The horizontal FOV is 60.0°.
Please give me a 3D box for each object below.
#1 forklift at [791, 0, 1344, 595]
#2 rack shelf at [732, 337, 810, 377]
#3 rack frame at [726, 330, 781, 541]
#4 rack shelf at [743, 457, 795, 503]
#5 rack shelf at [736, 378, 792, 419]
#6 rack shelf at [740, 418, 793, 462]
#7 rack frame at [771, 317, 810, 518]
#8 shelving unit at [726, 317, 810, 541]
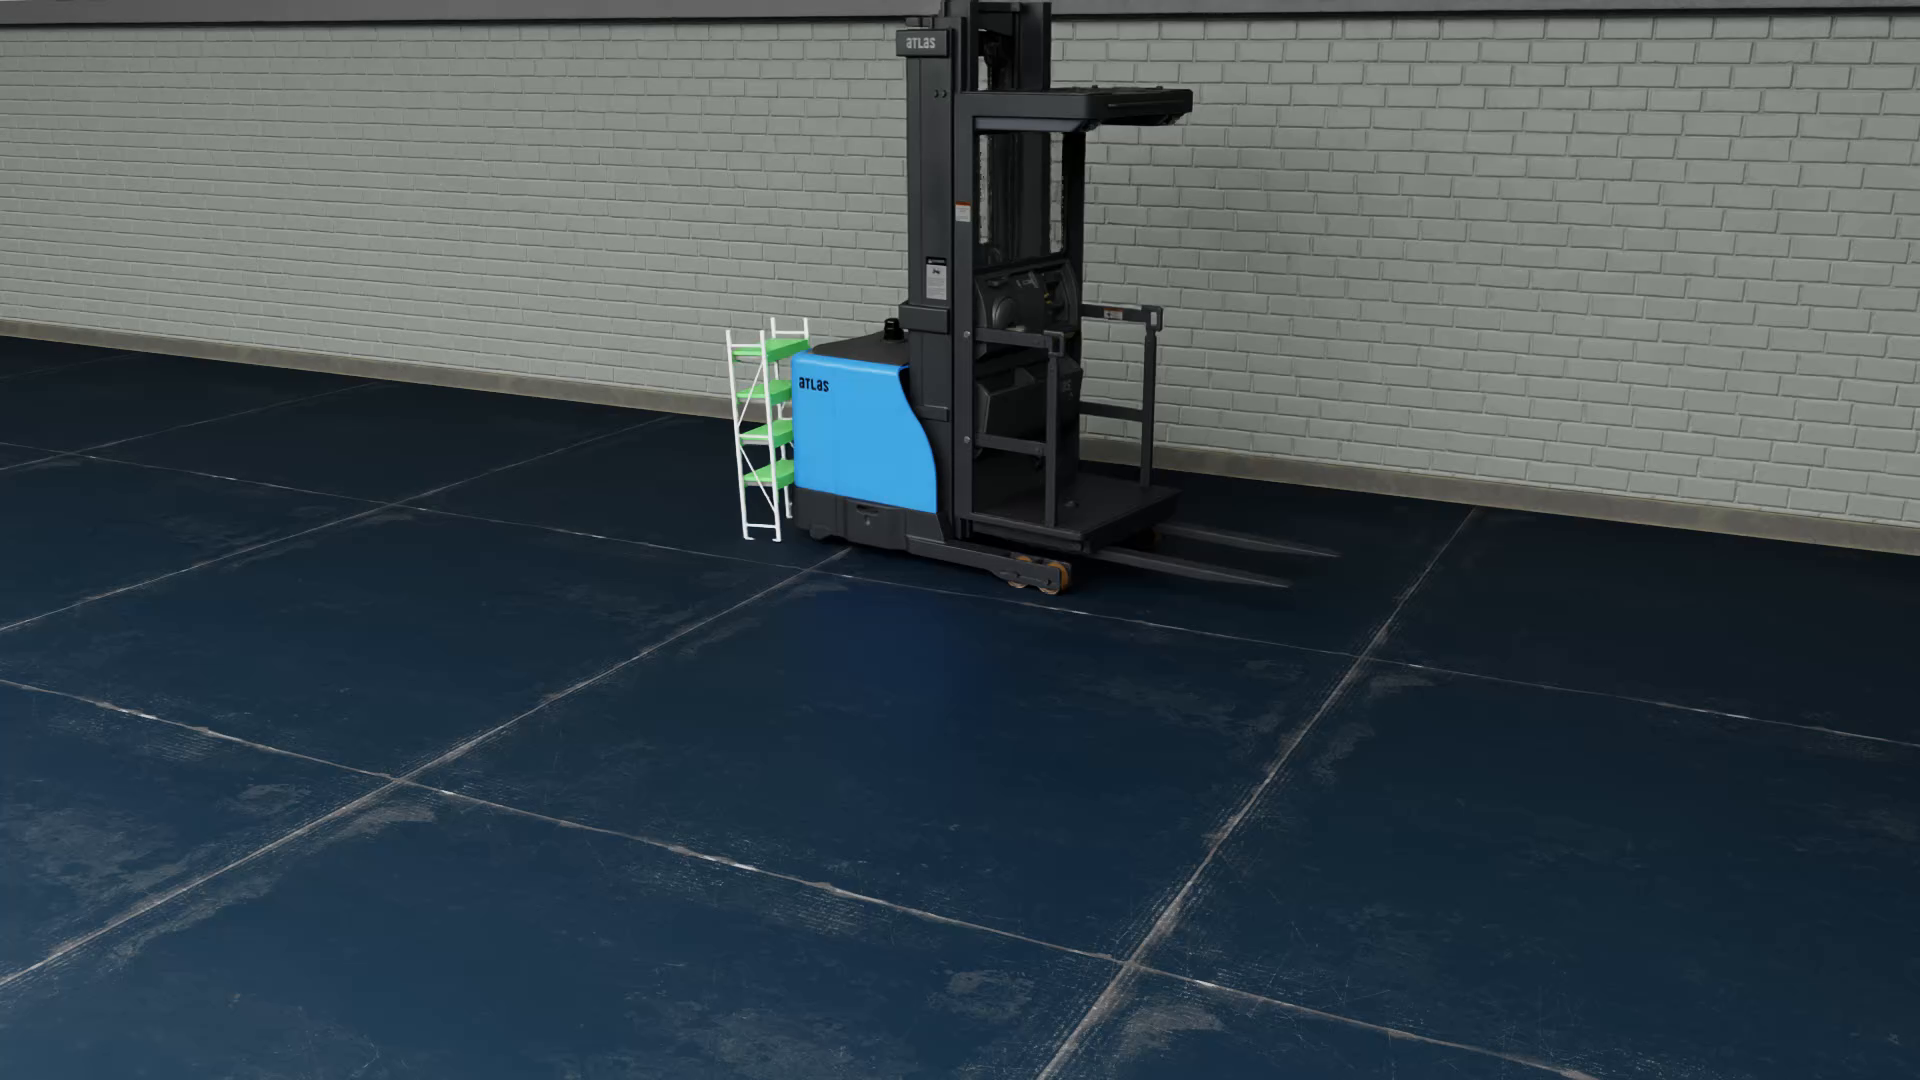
[{"bbox_3d":[0.536,-1.292,8.728,3.031,2.935,1.130,11,20,34],"label":"forklift"},{"bbox_3d":[-1.078,-1.044,9.448,0.258,0.148,0.480,4,17,24],"label":"rack shelf"},{"bbox_3d":[-1.157,-0.580,9.344,0.240,1.200,0.015,4,17,24],"label":"rack frame"},{"bbox_3d":[-1.043,-0.350,9.638,0.258,0.148,0.480,4,17,24],"label":"rack shelf"},{"bbox_3d":[-1.066,-0.813,9.512,0.258,0.148,0.480,4,17,24],"label":"rack shelf"},{"bbox_3d":[-1.054,-0.581,9.575,0.258,0.148,0.480,4,17,24],"label":"rack shelf"},{"bbox_3d":[-0.958,-0.706,9.771,0.240,1.200,0.015,4,17,24],"label":"rack frame"},{"bbox_3d":[-1.057,-0.643,9.558,0.258,1.200,0.503,4,17,24],"label":"shelving unit"}]
